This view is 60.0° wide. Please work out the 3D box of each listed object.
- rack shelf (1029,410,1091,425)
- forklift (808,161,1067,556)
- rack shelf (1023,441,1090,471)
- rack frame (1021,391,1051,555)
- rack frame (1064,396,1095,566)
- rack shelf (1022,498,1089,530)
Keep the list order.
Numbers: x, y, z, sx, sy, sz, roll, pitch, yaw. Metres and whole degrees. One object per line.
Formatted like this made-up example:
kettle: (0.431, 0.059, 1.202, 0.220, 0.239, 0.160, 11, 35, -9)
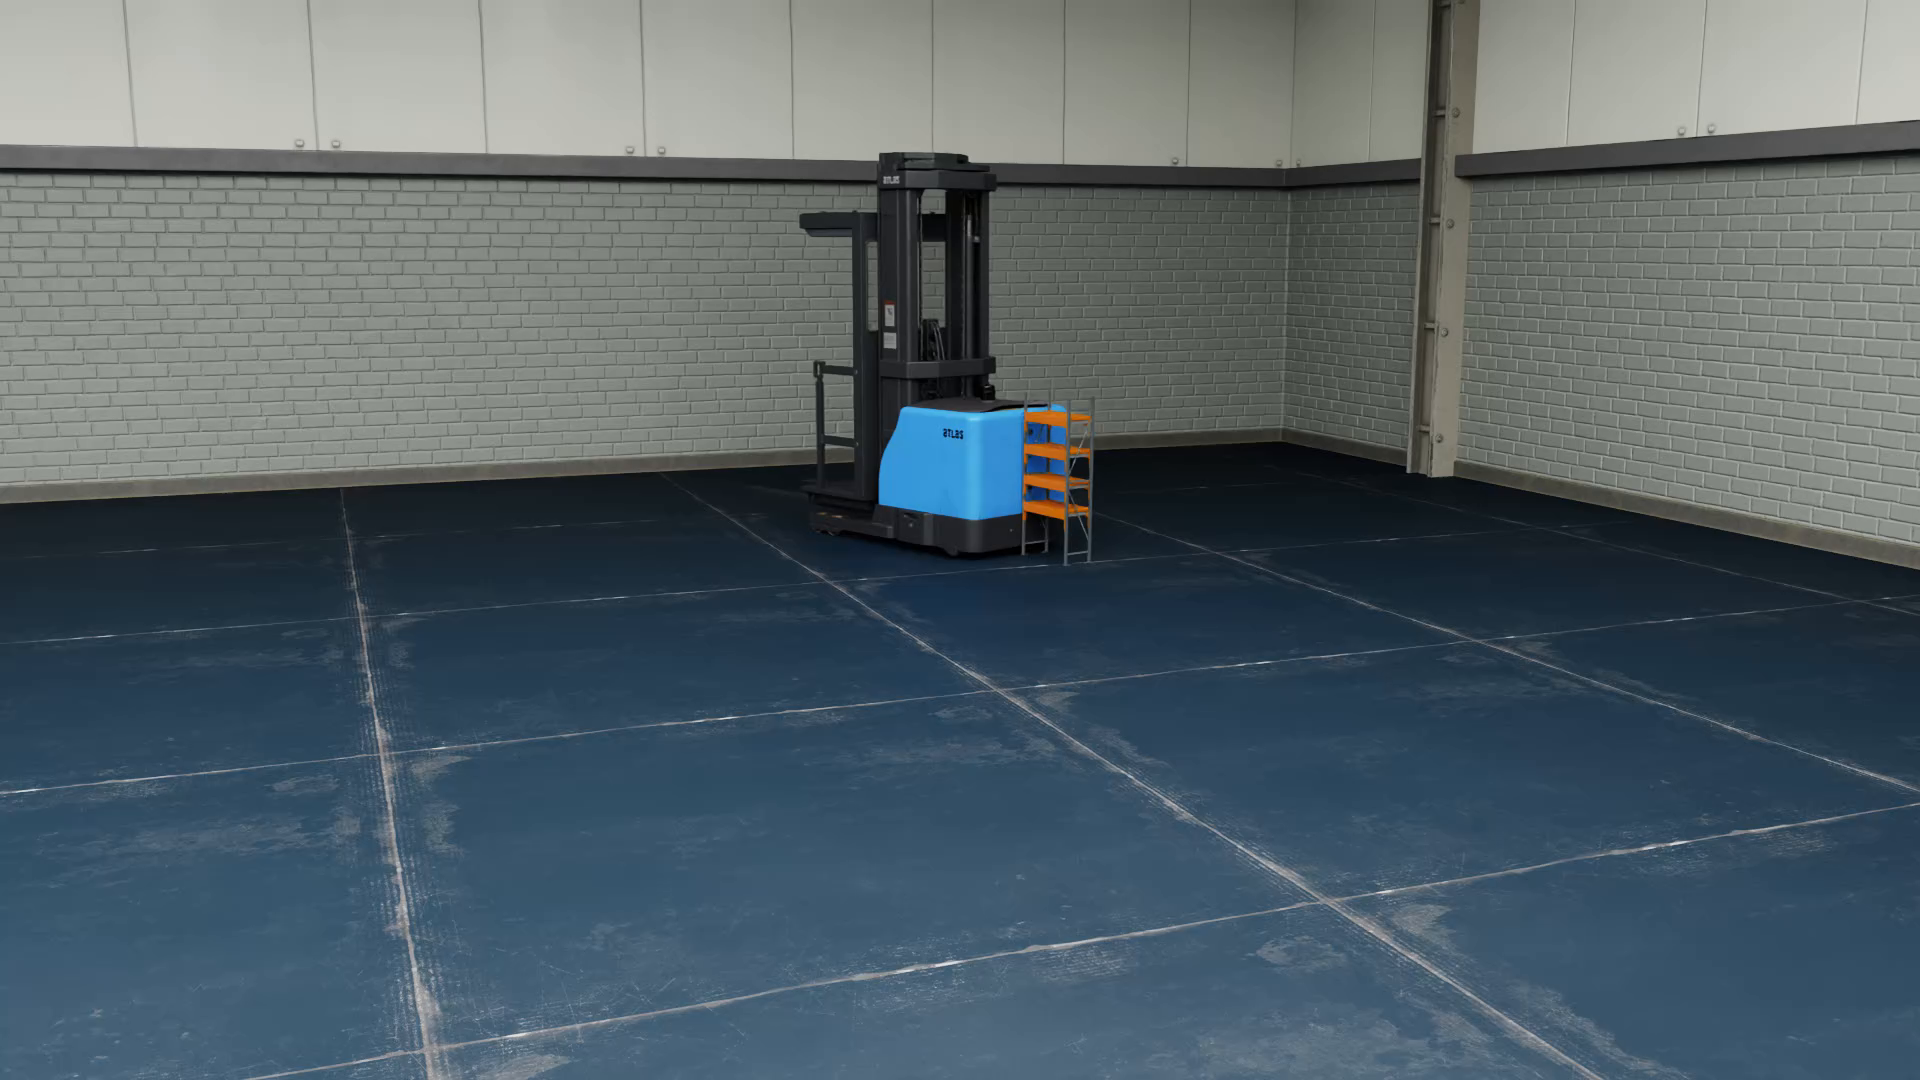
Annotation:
rack shelf: (0.709, -0.877, 11.933, 0.221, 0.050, 0.457, -7, 13, -36)
forklift: (-0.183, -1.426, 12.752, 1.129, 2.867, 1.939, -9, 14, -43)
rack shelf: (0.706, -0.606, 11.985, 0.258, 0.148, 0.480, -7, 13, -36)
rack frame: (0.560, -0.491, 12.208, 0.240, 1.200, 0.015, -7, 13, -36)
rack frame: (0.848, -0.414, 11.822, 0.240, 1.200, 0.015, -7, 13, -36)
rack shelf: (0.702, -0.192, 12.065, 0.258, 0.148, 0.480, -7, 13, -36)
